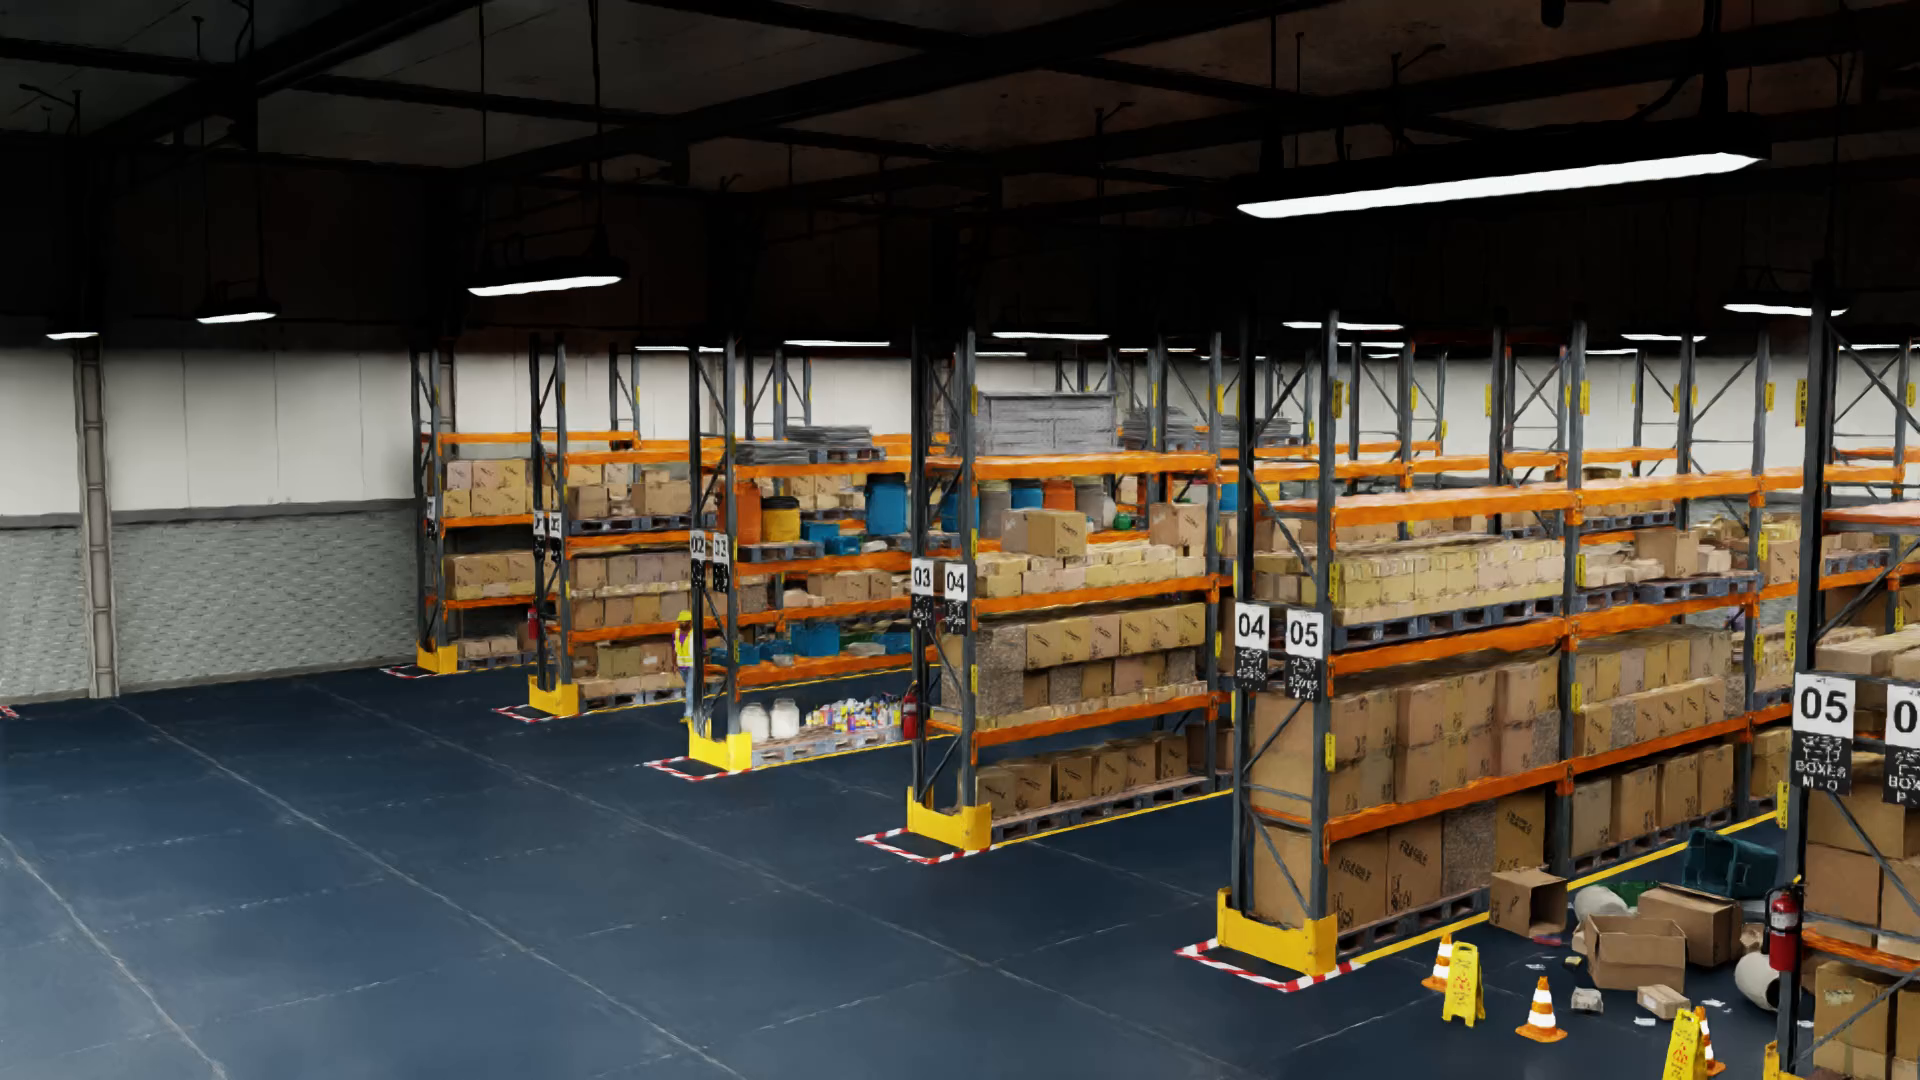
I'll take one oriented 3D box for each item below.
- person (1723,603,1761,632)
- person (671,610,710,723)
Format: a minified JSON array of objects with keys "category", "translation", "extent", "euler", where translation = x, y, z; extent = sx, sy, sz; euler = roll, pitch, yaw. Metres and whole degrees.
[{"category":"person","translation":[13.483,1.715,28.647],"extent":[0.615,1.599,0.718],"euler":[3,6,27]},{"category":"person","translation":[-4.207,1.935,25.763],"extent":[0.621,1.725,0.959],"euler":[3,6,28]}]
